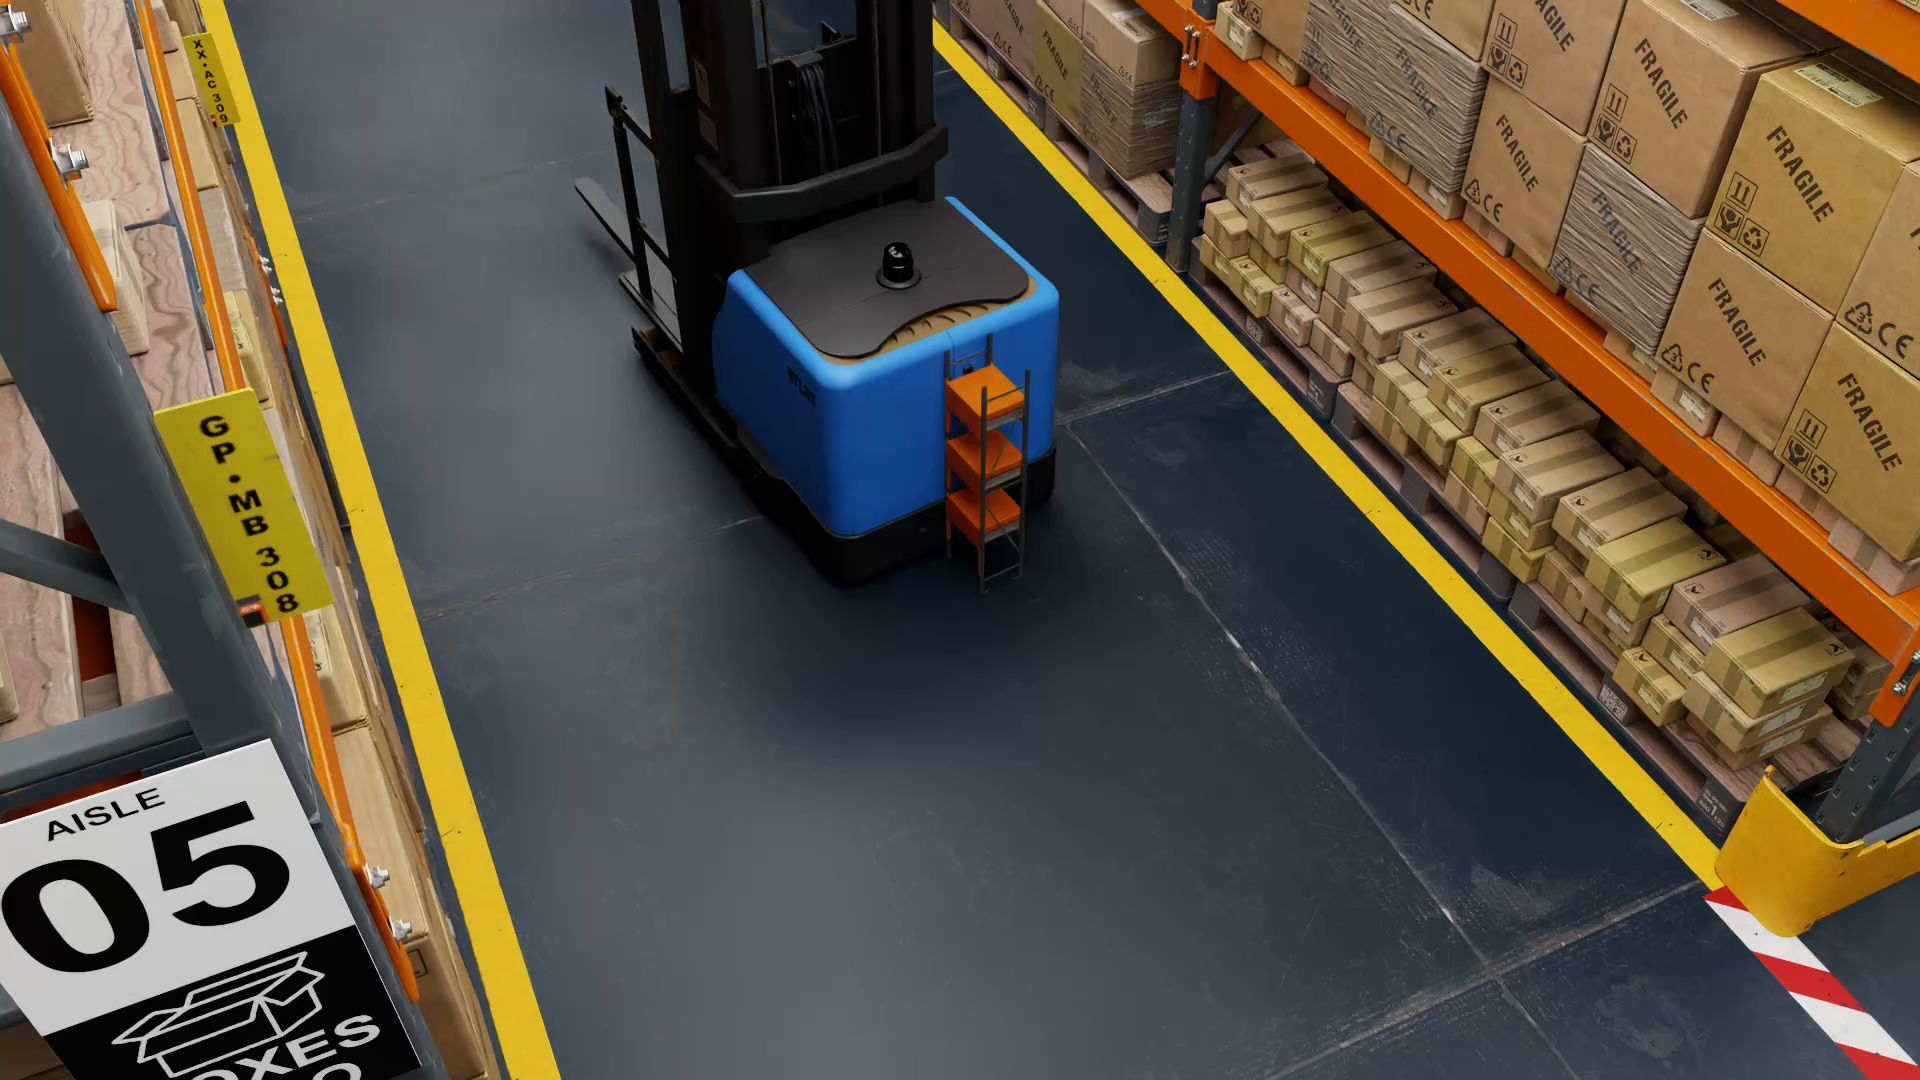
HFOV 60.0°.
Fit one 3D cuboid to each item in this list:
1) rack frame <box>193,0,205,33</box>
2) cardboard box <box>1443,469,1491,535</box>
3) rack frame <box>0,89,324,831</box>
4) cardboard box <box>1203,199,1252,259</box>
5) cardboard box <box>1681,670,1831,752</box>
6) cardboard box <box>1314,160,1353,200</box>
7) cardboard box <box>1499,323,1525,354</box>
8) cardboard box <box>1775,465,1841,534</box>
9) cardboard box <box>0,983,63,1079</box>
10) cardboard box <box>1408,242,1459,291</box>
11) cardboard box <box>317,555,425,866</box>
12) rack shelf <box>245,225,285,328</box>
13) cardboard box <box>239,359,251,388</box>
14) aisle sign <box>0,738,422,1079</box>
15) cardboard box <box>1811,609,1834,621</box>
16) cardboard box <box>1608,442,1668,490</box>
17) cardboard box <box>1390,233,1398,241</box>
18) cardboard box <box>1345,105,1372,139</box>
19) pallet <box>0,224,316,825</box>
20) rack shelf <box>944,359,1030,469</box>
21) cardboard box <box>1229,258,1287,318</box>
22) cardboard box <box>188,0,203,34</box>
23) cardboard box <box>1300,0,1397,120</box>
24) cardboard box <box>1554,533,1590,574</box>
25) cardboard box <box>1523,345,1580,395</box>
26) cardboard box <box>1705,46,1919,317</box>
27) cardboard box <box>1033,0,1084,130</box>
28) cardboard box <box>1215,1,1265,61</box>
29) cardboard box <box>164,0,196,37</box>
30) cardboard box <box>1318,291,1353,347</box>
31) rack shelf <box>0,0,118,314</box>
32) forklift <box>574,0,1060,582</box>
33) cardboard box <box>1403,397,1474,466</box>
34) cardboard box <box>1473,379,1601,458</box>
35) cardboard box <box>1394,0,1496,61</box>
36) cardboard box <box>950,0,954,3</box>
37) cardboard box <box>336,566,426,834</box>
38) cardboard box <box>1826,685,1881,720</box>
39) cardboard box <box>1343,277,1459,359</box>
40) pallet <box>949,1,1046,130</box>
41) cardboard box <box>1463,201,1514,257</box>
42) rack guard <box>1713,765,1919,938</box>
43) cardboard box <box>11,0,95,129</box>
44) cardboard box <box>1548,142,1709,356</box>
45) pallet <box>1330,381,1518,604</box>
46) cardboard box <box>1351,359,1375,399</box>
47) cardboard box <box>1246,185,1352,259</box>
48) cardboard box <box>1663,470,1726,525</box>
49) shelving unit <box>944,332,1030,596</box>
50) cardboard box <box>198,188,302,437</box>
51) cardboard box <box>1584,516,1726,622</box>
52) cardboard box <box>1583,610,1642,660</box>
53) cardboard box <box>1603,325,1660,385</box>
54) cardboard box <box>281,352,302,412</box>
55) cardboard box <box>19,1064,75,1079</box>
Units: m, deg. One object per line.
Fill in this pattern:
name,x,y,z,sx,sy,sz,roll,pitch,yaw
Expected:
rack frame,-4.651,-3.559,8.221,1.000,3.000,0.127,-18,47,-17
cardboard box,2.142,-0.201,6.549,0.380,0.149,0.250,-17,47,-17
rack frame,-1.287,-0.596,0.947,1.000,3.000,0.127,-18,47,-17
cardboard box,1.342,-1.451,7.604,0.380,0.149,0.250,-16,47,-16
cardboard box,2.681,0.520,5.606,0.380,0.149,0.250,-19,48,-18
cardboard box,1.866,-1.733,7.678,0.380,0.149,0.250,-17,47,-16
cardboard box,2.390,-0.813,6.958,0.380,0.149,0.250,-20,48,-19
cardboard box,2.698,-0.191,4.987,0.380,0.149,0.250,-18,47,-17
cardboard box,-1.620,0.747,2.612,0.380,0.149,0.250,-17,47,-17
cardboard box,2.159,-1.237,7.175,0.380,0.149,0.250,-17,47,-16
cardboard box,-1.454,0.431,3.395,0.500,0.500,0.500,-19,48,-18
rack shelf,-3.810,-2.028,7.182,1.077,0.370,4.000,-18,47,-17
cardboard box,-1.717,-0.222,3.595,0.380,0.149,0.250,-18,47,-17
aisle sign,-0.994,0.574,2.182,0.394,0.787,0.004,-18,47,-17
cardboard box,3.110,0.172,5.959,0.380,0.149,0.250,-18,47,-18
cardboard box,2.720,-0.295,6.432,0.380,0.149,0.250,-20,48,-19
cardboard box,2.154,-1.335,7.487,0.380,0.149,0.250,-20,48,-19
cardboard box,1.747,-1.698,6.514,0.380,0.149,0.250,-20,48,-19
pallet,-1.608,0.033,2.508,1.003,0.211,1.213,-18,47,-17
rack shelf,0.097,-0.462,6.082,0.215,0.259,0.240,-24,49,-22
cardboard box,1.453,-1.174,7.535,0.380,0.149,0.250,-17,47,-16
cardboard box,-3.536,-2.297,7.049,0.500,0.250,0.500,-19,48,-18
cardboard box,1.674,-1.974,6.332,0.500,0.500,0.500,-18,47,-17
cardboard box,2.441,-0.012,6.145,0.380,0.149,0.250,-19,48,-18
cardboard box,2.486,-0.732,6.664,0.380,0.149,0.250,-18,47,-17
cardboard box,2.531,-1.025,4.659,0.500,0.500,0.500,-20,48,-19
cardboard box,0.725,-2.520,8.649,0.500,0.500,0.500,-19,48,-18
cardboard box,1.302,-2.169,6.992,0.380,0.149,0.250,-16,47,-16
cardboard box,-2.893,-1.767,5.622,0.500,0.500,0.500,-18,47,-17
cardboard box,1.776,-0.999,7.146,0.380,0.149,0.250,-20,48,-19
rack shelf,-2.128,-1.472,2.632,1.077,0.370,4.000,-18,47,-17
forklift,-0.823,-1.895,6.584,1.130,2.935,3.031,-24,49,-22
cardboard box,1.999,-0.473,6.612,0.380,0.149,0.250,-18,47,-17
cardboard box,2.206,-0.440,6.367,0.380,0.149,0.250,-20,48,-19
cardboard box,1.864,-2.018,5.665,0.500,0.500,0.500,-17,47,-17
cardboard box,0.078,-3.499,9.642,0.500,0.500,0.500,-17,47,-17
cardboard box,-1.664,0.469,4.067,0.500,0.500,0.500,-18,47,-18
cardboard box,3.232,0.450,5.889,0.380,0.149,0.250,-17,47,-17
cardboard box,1.813,-0.916,6.850,0.380,0.149,0.250,-17,47,-17
pallet,0.634,-2.818,9.455,1.003,0.211,1.213,-18,47,-17
cardboard box,2.055,-1.187,5.997,0.380,0.149,0.250,-16,47,-16
rack guard,3.130,0.854,5.528,1.175,0.500,0.348,-18,47,-17
cardboard box,-1.999,-1.078,3.130,0.500,0.500,0.500,-17,47,-17
cardboard box,2.305,-0.989,5.334,0.500,0.500,0.500,-18,47,-17
pallet,2.311,-0.347,6.952,1.003,0.211,1.213,-18,47,-17
cardboard box,1.902,-0.723,7.078,0.380,0.149,0.250,-20,48,-19
cardboard box,1.499,-1.409,7.349,0.380,0.149,0.250,-16,47,-15
cardboard box,2.855,-0.240,6.165,0.380,0.149,0.250,-20,48,-19
shelving unit,0.097,-0.267,6.273,0.215,1.050,0.252,-24,49,-22
cardboard box,-2.091,-0.535,4.373,0.500,0.500,0.500,-17,47,-17
cardboard box,2.431,0.099,5.821,0.380,0.149,0.250,-19,48,-18
cardboard box,2.518,0.277,6.065,0.380,0.149,0.250,-18,47,-18
cardboard box,2.366,-0.679,5.482,0.380,0.149,0.250,-20,48,-19
cardboard box,-2.321,-0.499,5.049,0.500,0.500,0.500,-19,48,-18
cardboard box,-1.706,0.911,2.908,0.500,0.500,0.500,-17,47,-16
